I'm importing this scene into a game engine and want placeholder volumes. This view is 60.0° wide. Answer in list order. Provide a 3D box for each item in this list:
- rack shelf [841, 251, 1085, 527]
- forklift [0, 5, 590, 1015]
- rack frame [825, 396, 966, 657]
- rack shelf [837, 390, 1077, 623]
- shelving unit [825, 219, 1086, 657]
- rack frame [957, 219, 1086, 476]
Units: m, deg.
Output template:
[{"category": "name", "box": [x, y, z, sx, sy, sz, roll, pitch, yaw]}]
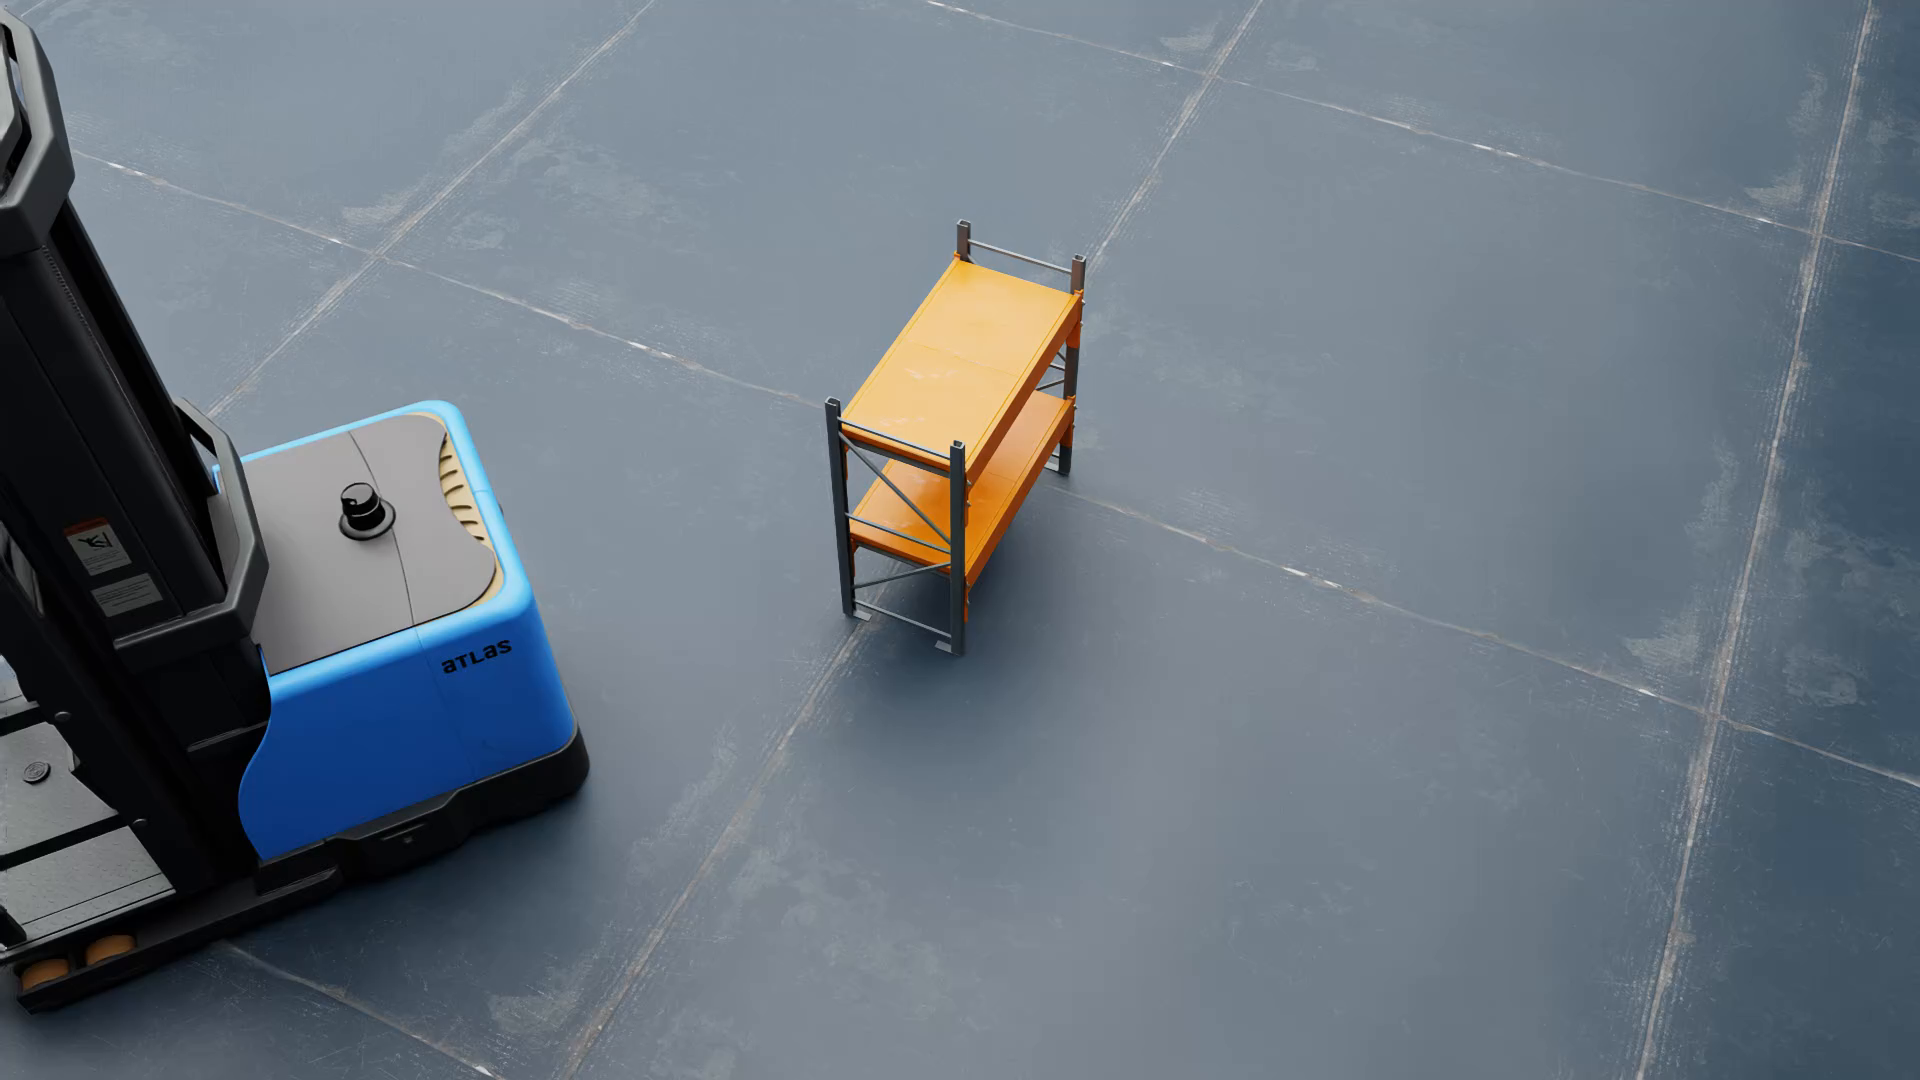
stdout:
[{"category": "rack shelf", "box": [0.003, -0.559, 5.918, 0.538, 0.278, 1.000, 20, 52, 16]}, {"category": "forklift", "box": [-2.847, 0.072, 4.579, 3.031, 2.935, 1.130, -20, 53, -16]}, {"category": "rack frame", "box": [-0.214, -0.019, 5.843, 0.500, 1.125, 0.032, 20, 52, 16]}, {"category": "rack shelf", "box": [0.003, -0.211, 6.327, 0.538, 0.278, 1.000, 20, 52, 16]}, {"category": "shelving unit", "box": [0.003, -0.369, 6.141, 0.538, 1.125, 1.048, 20, 52, 16]}, {"category": "rack frame", "box": [0.220, -0.719, 6.439, 0.500, 1.125, 0.032, 20, 52, 16]}]
